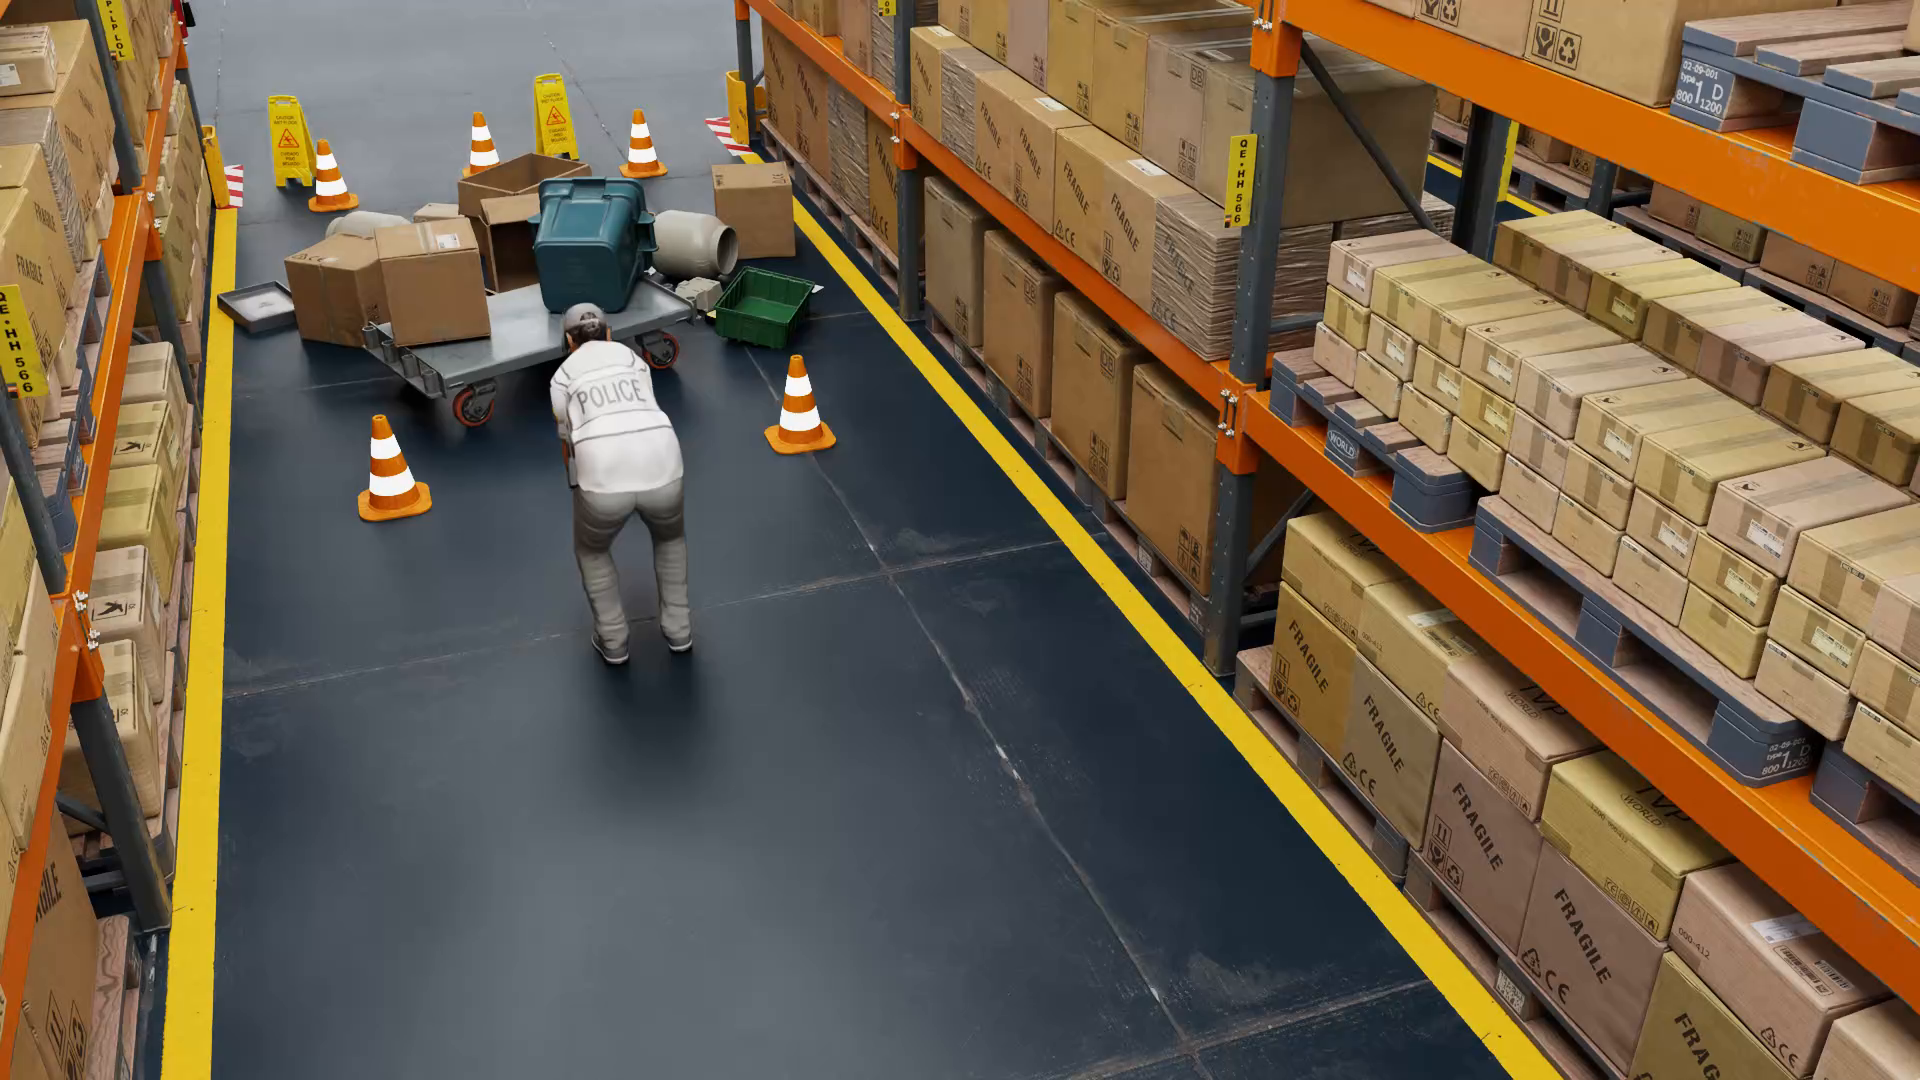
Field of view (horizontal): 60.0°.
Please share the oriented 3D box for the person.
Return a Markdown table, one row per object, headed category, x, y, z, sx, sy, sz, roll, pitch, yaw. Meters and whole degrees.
| category | x | y | z | sx | sy | sz | roll | pitch | yaw |
| --- | --- | --- | --- | --- | --- | --- | --- | --- | --- |
| person | -1.398 | -0.227 | 6.830 | 0.464 | 1.363 | 0.858 | -11 | 32 | -19 |
